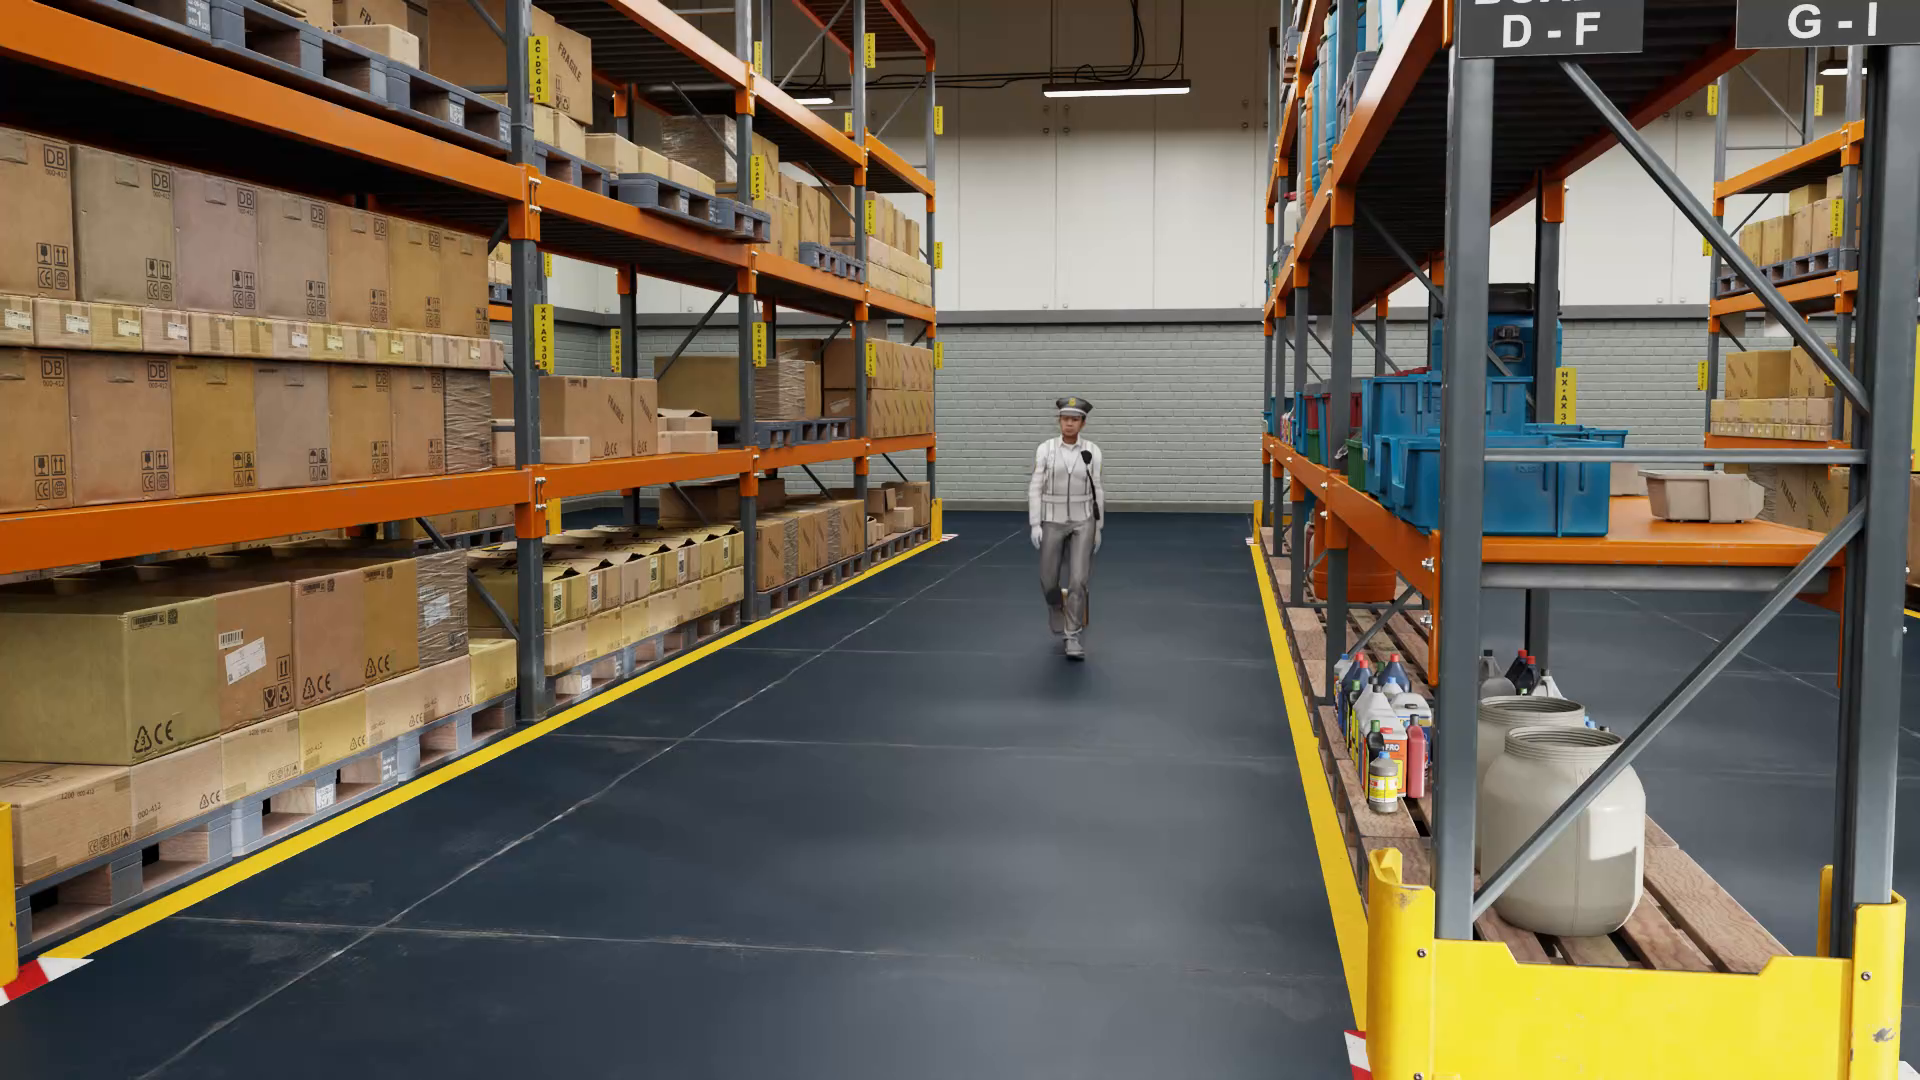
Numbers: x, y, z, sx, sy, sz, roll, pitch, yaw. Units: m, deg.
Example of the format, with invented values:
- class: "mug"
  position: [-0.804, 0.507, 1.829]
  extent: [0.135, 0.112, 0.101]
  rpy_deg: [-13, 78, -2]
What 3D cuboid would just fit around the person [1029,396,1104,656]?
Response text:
- class: "person"
  position: [0.696, -0.108, 10.901]
  extent: [0.495, 1.662, 0.732]
  rpy_deg: [0, 5, 3]
